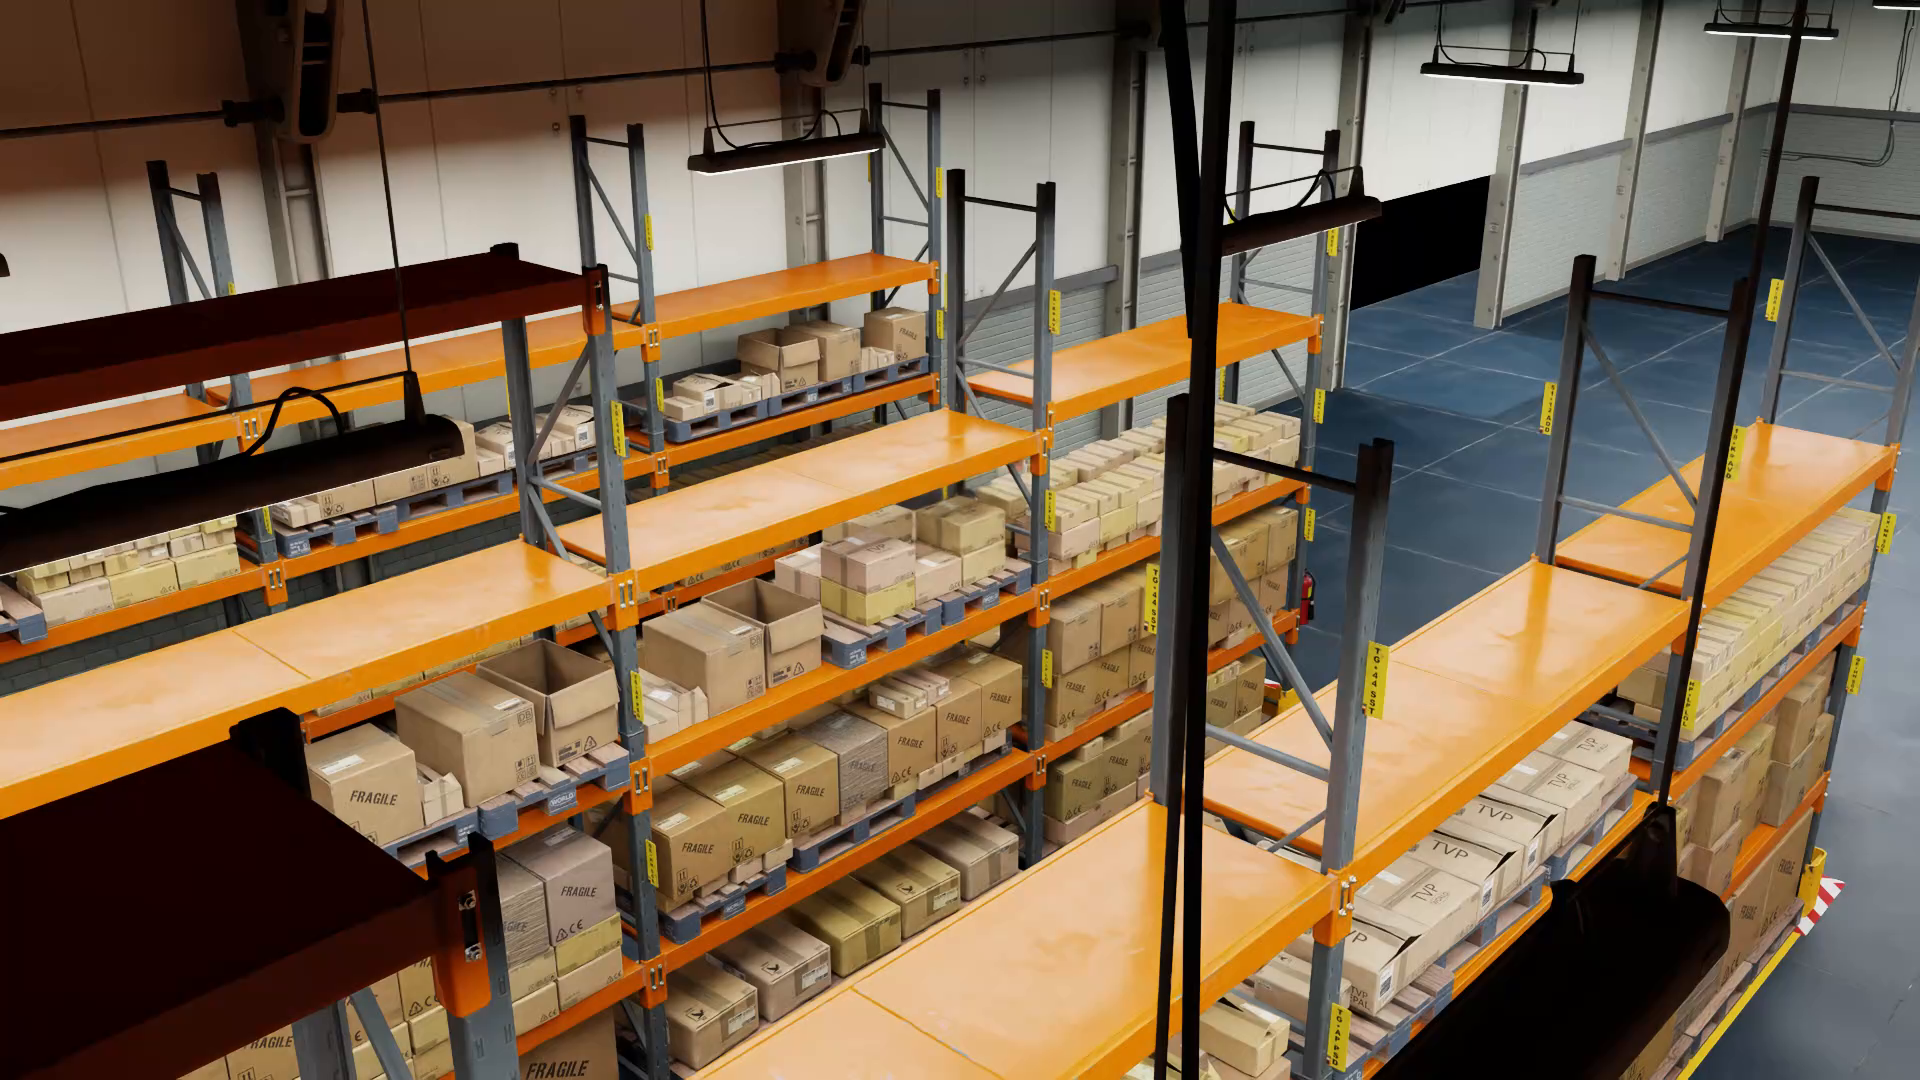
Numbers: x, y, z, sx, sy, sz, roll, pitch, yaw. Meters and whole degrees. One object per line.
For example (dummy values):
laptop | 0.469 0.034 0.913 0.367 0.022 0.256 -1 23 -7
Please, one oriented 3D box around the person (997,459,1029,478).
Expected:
person | 0.646 -0.407 20.600 0.822 1.770 0.553 18 27 38

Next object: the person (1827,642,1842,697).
person | 8.273 1.377 16.091 0.585 1.701 0.800 -4 22 -11
